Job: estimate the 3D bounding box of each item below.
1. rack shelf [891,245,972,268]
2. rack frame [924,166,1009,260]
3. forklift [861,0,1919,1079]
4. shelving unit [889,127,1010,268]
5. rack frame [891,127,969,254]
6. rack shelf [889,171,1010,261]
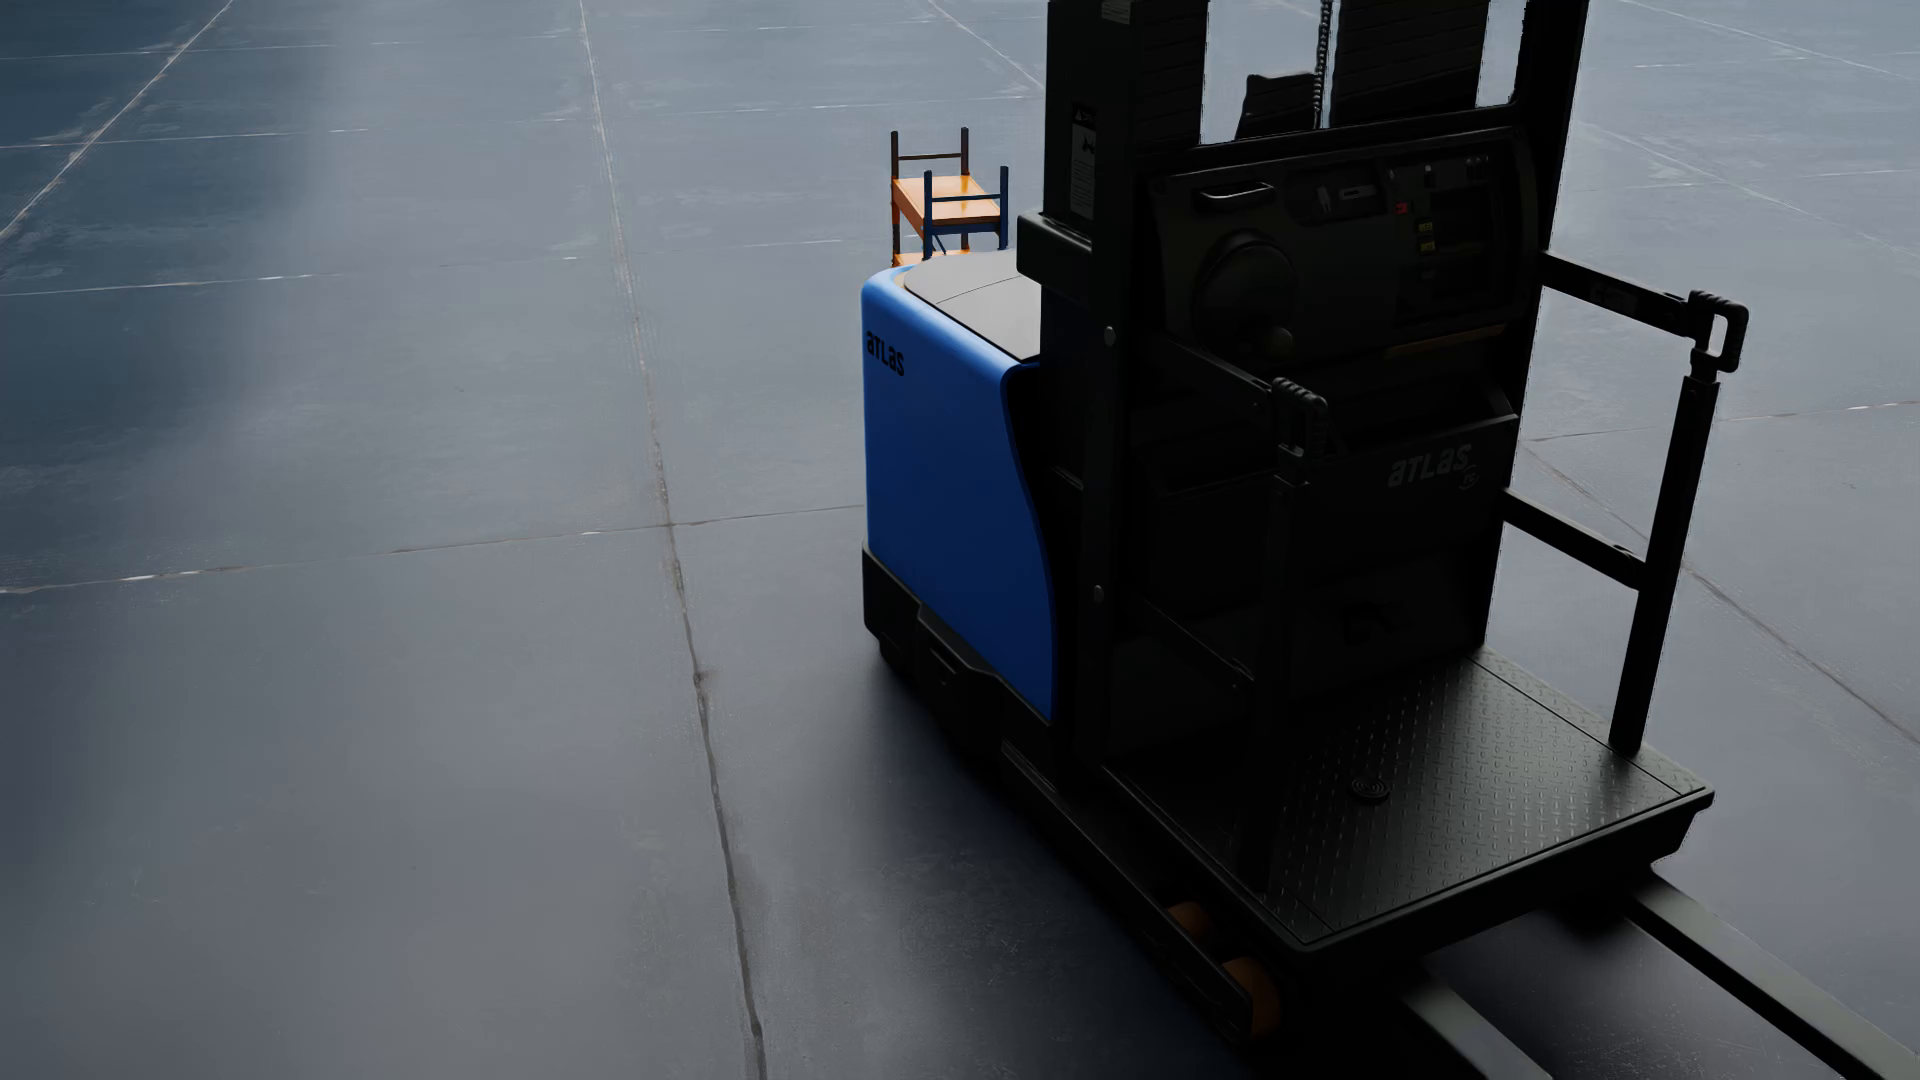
[{"bbox_3d":[-0.037,-0.748,5.053,0.258,0.148,0.480,-6,27,-12],"label":"rack shelf"},{"bbox_3d":[0.018,-0.501,4.911,0.240,1.200,0.015,-6,27,-12],"label":"rack frame"},{"bbox_3d":[0.868,-0.548,3.083,1.130,2.935,3.031,-13,30,-25],"label":"forklift"},{"bbox_3d":[-0.037,-0.608,5.124,0.258,1.200,0.503,-6,27,-12],"label":"shelving unit"},{"bbox_3d":[-0.092,-0.715,5.336,0.240,1.200,0.015,-6,27,-12],"label":"rack frame"},{"bbox_3d":[-0.037,-0.959,4.947,0.258,0.148,0.480,-6,27,-12],"label":"rack shelf"}]
